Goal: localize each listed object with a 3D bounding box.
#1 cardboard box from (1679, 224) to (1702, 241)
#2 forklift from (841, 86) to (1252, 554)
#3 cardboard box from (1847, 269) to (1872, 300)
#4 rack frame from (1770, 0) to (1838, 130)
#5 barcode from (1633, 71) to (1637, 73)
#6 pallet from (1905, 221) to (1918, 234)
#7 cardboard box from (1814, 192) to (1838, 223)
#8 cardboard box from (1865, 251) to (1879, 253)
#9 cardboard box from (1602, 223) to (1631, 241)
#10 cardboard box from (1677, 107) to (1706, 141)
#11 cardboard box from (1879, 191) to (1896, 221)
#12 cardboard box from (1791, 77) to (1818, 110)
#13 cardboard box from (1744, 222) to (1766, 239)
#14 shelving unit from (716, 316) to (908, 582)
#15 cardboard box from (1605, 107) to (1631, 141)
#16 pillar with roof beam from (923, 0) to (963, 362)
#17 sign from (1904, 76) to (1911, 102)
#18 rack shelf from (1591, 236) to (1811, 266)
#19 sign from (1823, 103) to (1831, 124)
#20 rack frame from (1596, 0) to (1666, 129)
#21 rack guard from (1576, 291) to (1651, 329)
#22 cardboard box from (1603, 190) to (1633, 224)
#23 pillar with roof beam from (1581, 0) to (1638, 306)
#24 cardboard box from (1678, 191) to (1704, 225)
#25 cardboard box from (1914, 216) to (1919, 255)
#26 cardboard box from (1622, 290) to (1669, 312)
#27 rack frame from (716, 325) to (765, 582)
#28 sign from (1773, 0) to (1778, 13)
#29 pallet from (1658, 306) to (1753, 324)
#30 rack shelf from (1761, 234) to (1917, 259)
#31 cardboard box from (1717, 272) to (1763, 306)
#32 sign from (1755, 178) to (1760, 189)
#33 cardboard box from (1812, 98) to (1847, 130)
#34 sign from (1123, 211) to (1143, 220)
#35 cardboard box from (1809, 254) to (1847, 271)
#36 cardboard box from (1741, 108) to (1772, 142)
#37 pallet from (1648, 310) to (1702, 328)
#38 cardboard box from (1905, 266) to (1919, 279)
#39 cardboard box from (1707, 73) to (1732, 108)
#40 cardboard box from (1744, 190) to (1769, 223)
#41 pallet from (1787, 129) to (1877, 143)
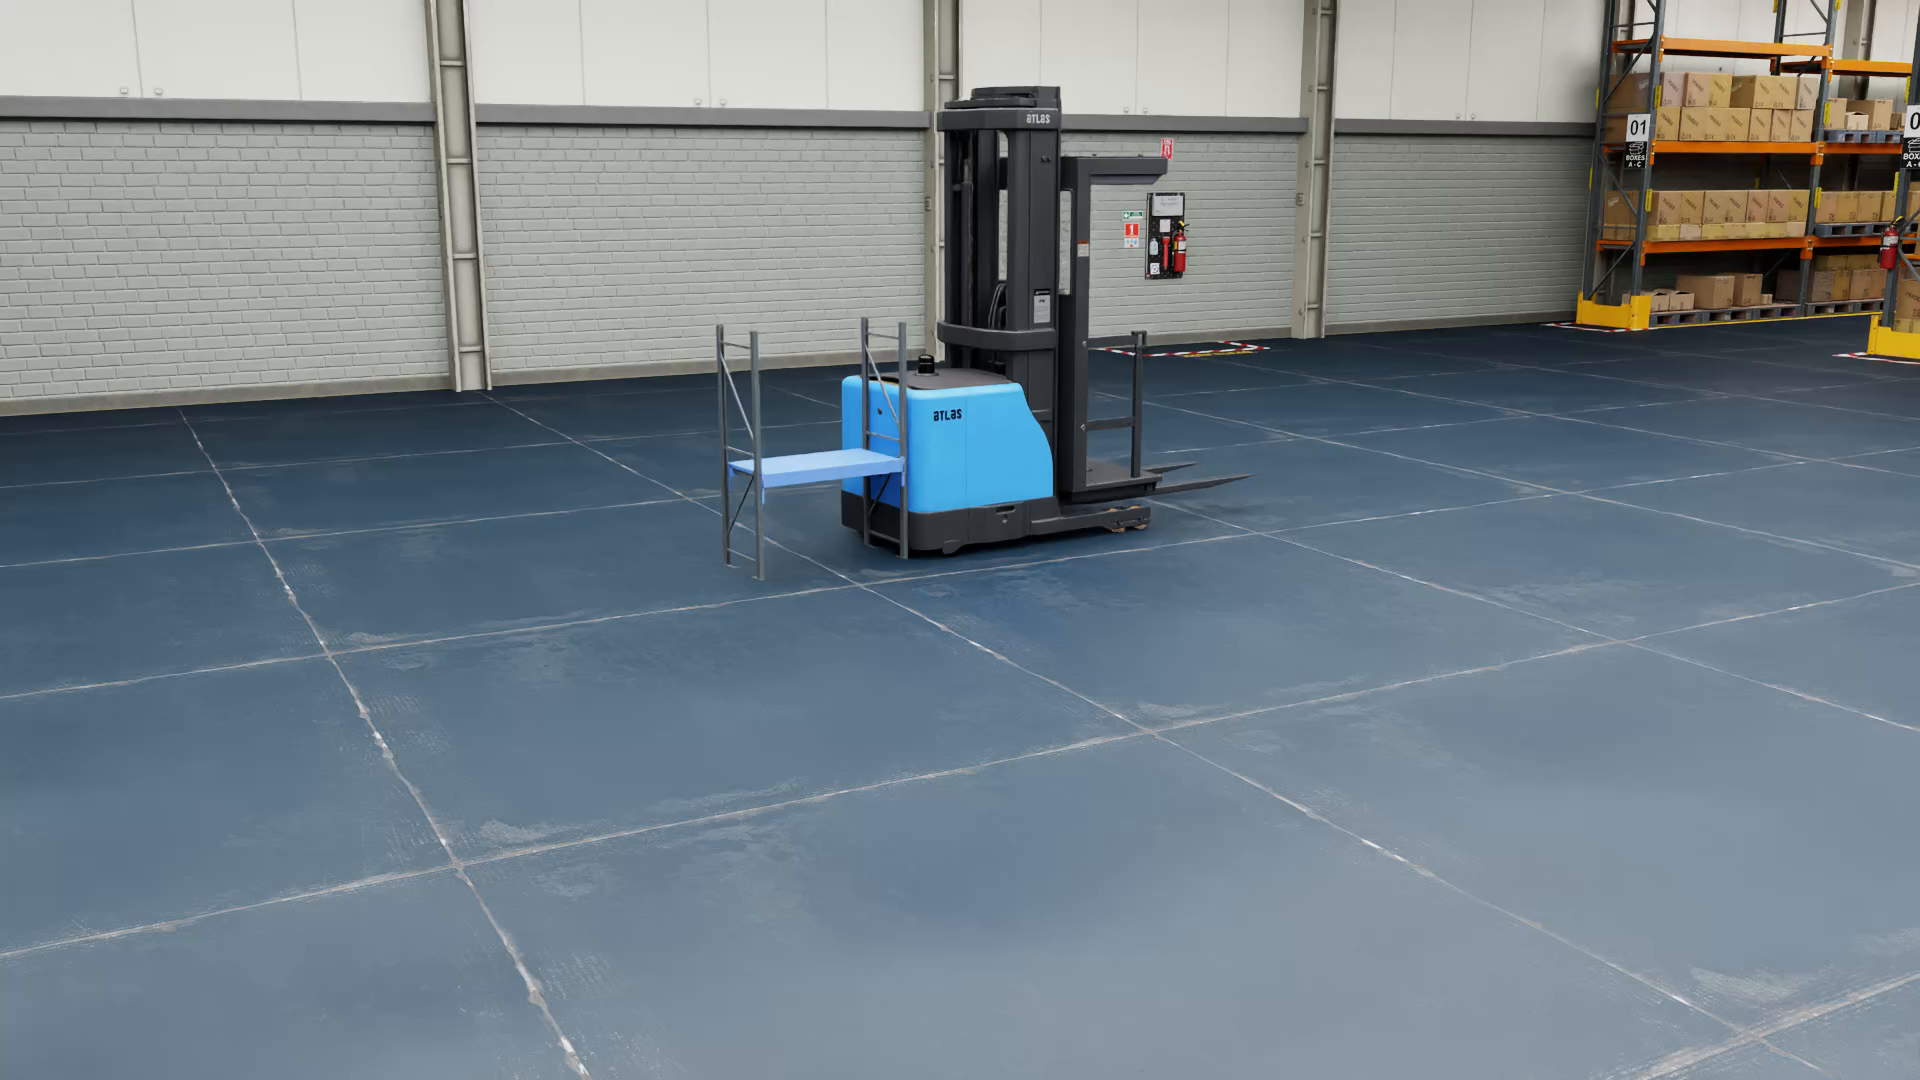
[{"bbox_3d":[11.154,-4.793,25.871,0.500,0.250,0.500,-7,15,-30],"label":"cardboard box"},{"bbox_3d":[0.706,-1.565,11.386,3.031,2.935,1.130,-8,15,-33],"label":"forklift"},{"bbox_3d":[15.170,-4.415,28.588,0.500,0.500,0.700,-7,14,-27],"label":"cardboard box"},{"bbox_3d":[13.635,-8.156,26.856,0.127,3.000,1.000,-7,14,-28],"label":"rack frame"},{"bbox_3d":[10.508,-7.273,25.889,0.075,0.075,0.001,-7,14,-28],"label":"barcode"},{"bbox_3d":[16.572,-5.461,28.981,1.003,0.211,1.213,-7,14,-28],"label":"pallet"},{"bbox_3d":[14.099,-5.540,27.664,0.500,0.500,0.700,-7,14,-28],"label":"cardboard box"},{"bbox_3d":[16.009,-4.878,28.935,0.500,0.250,0.500,-7,14,-27],"label":"cardboard box"},{"bbox_3d":[10.442,-4.832,26.044,0.500,0.250,0.500,-7,14,-27],"label":"cardboard box"},{"bbox_3d":[11.026,-6.367,25.465,0.500,0.500,0.500,-6,14,-24],"label":"cardboard box"},{"bbox_3d":[15.656,-5.727,28.496,0.500,0.500,0.700,-7,14,-28],"label":"cardboard box"},{"bbox_3d":[13.326,-7.134,26.596,0.500,0.500,0.500,-8,15,-33],"label":"cardboard box"},{"bbox_3d":[12.490,-4.951,26.574,0.500,0.250,0.500,-7,14,-28],"label":"cardboard box"},{"bbox_3d":[-0.905,-0.590,10.313,1.048,1.500,0.538,-8,15,-33],"label":"shelving unit"},{"bbox_3d":[10.369,-6.423,25.714,0.500,0.500,0.500,-6,14,-24],"label":"cardboard box"},{"bbox_3d":[1.854,-5.884,16.758,0.400,9.000,9.100,-7,14,-28],"label":"pillar with roof beam"},{"bbox_3d":[12.254,-5.817,21.458,0.005,0.325,0.100,-7,14,-28],"label":"sign"},{"bbox_3d":[11.880,-4.668,26.659,4.000,0.370,1.077,-7,14,-28],"label":"rack shelf"},{"bbox_3d":[13.902,-6.841,26.668,0.005,0.325,0.100,-7,14,-28],"label":"sign"},{"bbox_3d":[10.125,-7.736,24.986,0.127,3.000,1.000,-7,14,-28],"label":"rack frame"},{"bbox_3d":[10.191,-3.597,25.955,0.348,0.500,1.175,-7,14,-28],"label":"rack guard"},{"bbox_3d":[10.436,-5.202,25.979,0.500,0.500,0.500,-7,14,-28],"label":"cardboard box"},{"bbox_3d":[12.387,-7.146,22.368,0.400,9.000,9.100,-7,14,-28],"label":"pillar with roof beam"},{"bbox_3d":[11.126,-5.154,25.765,0.500,0.500,0.500,-7,14,-28],"label":"cardboard box"},{"bbox_3d":[12.917,-3.950,21.601,0.500,0.500,0.700,-7,14,-28],"label":"cardboard box"},{"bbox_3d":[10.775,-3.767,26.138,0.500,0.311,0.500,-9,15,-34],"label":"cardboard box"},{"bbox_3d":[-1.327,-0.528,10.038,0.032,1.500,0.500,-8,15,-33],"label":"rack frame"},{"bbox_3d":[13.364,-8.796,27.209,0.005,0.325,0.100,-7,14,-28],"label":"sign"},{"bbox_3d":[11.991,-3.663,26.903,1.213,0.211,1.003,-7,14,-28],"label":"pallet"},{"bbox_3d":[15.391,-5.089,28.529,4.000,0.370,1.077,-7,14,-28],"label":"rack shelf"},{"bbox_3d":[12.744,-4.108,27.222,0.500,0.500,0.500,-8,15,-32],"label":"cardboard box"},{"bbox_3d":[13.366,-5.901,27.861,0.005,0.325,0.100,-7,14,-28],"label":"sign"},{"bbox_3d":[14.154,-6.989,27.316,0.500,0.500,0.500,-5,13,-20],"label":"cardboard box"},{"bbox_3d":[2.344,-4.402,22.548,0.331,0.109,0.001,-7,14,-28],"label":"sign"},{"bbox_3d":[14.658,-4.718,28.226,0.500,0.250,0.500,-7,15,-29],"label":"cardboard box"},{"bbox_3d":[12.392,-6.534,26.208,0.500,0.500,0.500,-7,15,-30],"label":"cardboard box"},{"bbox_3d":[10.921,-3.535,26.336,1.213,0.211,1.003,-7,14,-28],"label":"pallet"},{"bbox_3d":[16.539,-4.560,29.230,0.500,0.500,0.700,-7,14,-27],"label":"cardboard box"},{"bbox_3d":[11.488,-6.911,25.605,0.500,0.500,0.500,-6,14,-26],"label":"cardboard box"},{"bbox_3d":[12.486,-5.318,26.497,0.500,0.500,0.500,-7,15,-29],"label":"cardboard box"},{"bbox_3d":[14.228,-6.646,27.404,1.003,0.211,1.213,-7,14,-28],"label":"pallet"}]
